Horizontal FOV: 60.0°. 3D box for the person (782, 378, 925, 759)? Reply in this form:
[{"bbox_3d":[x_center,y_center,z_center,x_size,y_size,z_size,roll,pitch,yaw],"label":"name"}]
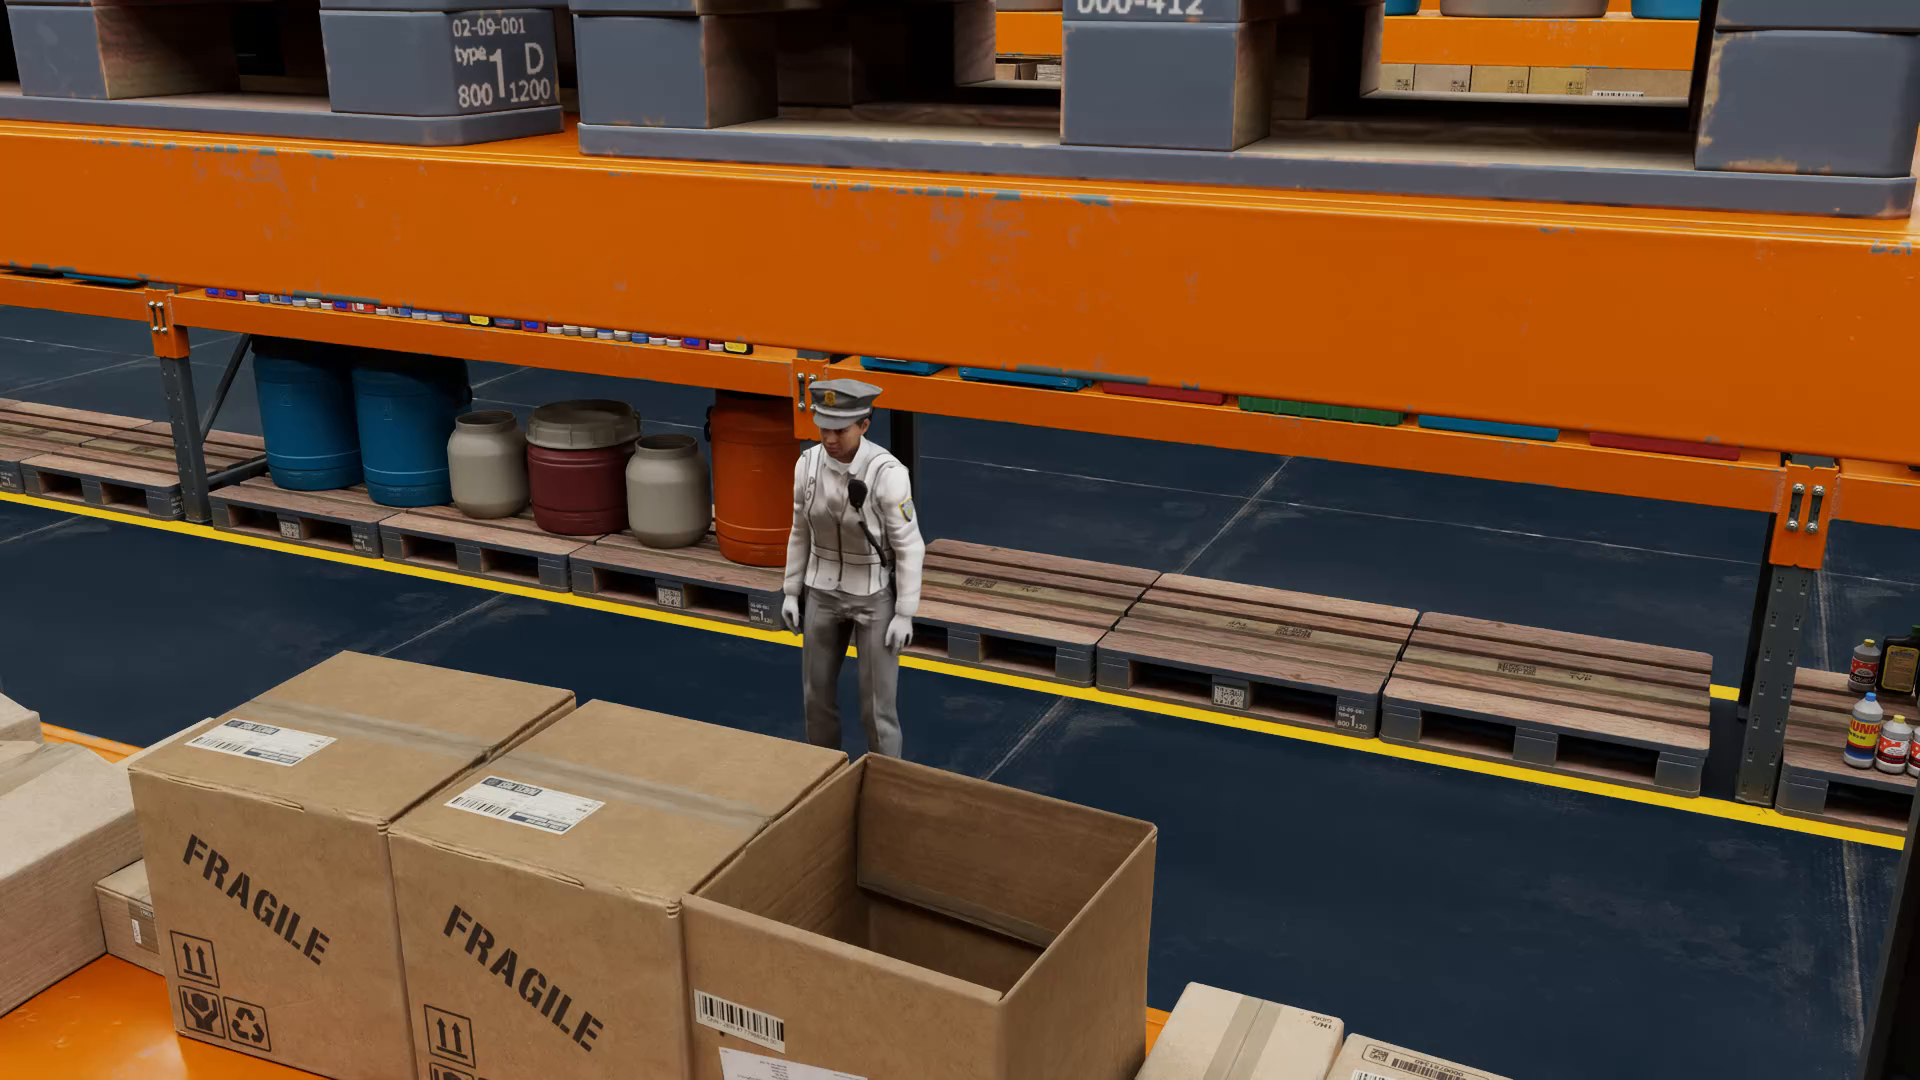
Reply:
[{"bbox_3d":[-0.382,0.231,5.894,0.529,1.664,0.371,9,21,23],"label":"person"}]
